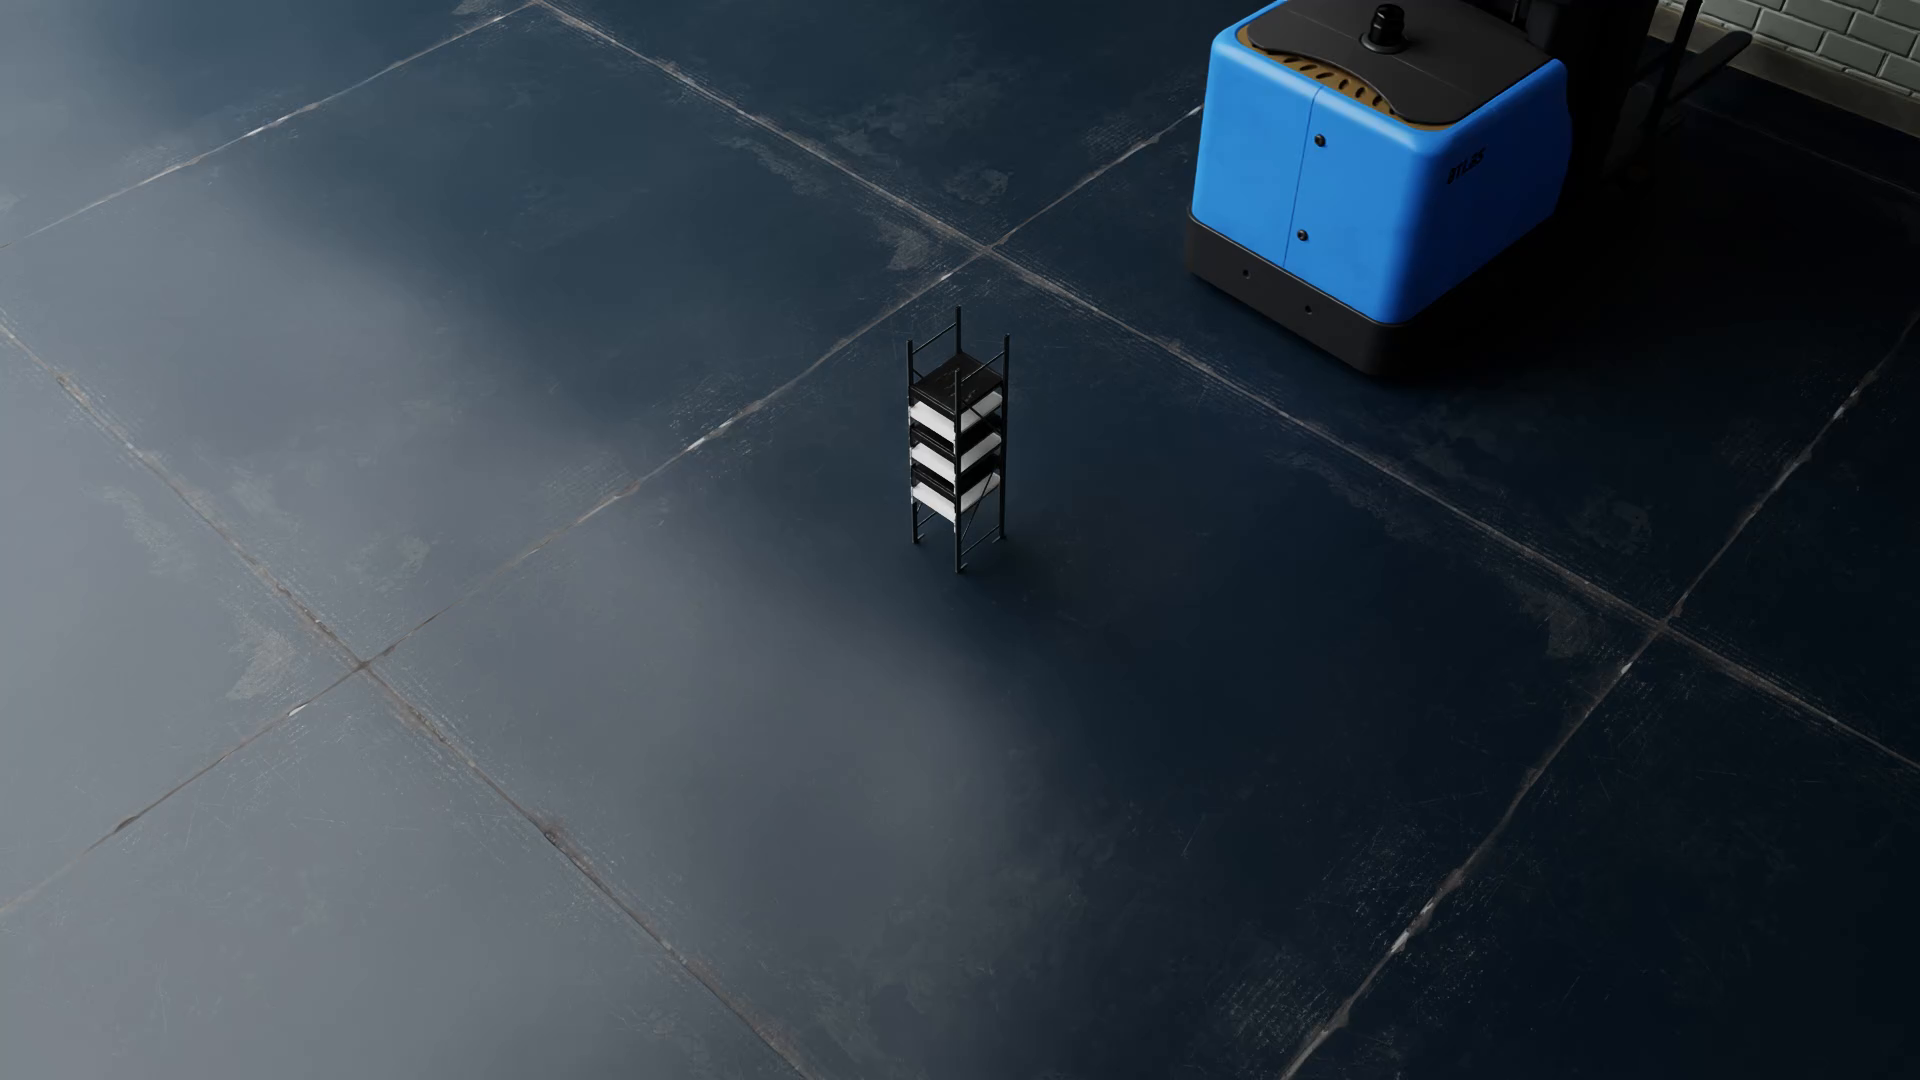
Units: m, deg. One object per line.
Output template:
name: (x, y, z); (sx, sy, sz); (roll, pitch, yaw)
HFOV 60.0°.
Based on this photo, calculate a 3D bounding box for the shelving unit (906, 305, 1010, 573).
shelving unit: (-0.006, -0.312, 5.426); (0.210, 0.900, 0.258); (34, 55, 28)

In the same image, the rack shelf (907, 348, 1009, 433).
rack shelf: (-0.006, -0.474, 5.253); (0.200, 0.077, 0.258); (34, 55, 28)

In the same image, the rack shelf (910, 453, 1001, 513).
rack shelf: (-0.006, -0.228, 5.516); (0.200, 0.077, 0.258); (34, 55, 28)

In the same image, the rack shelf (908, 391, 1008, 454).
rack shelf: (-0.006, -0.412, 5.319); (0.200, 0.077, 0.258); (34, 55, 28)

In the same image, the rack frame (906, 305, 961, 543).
rack frame: (-0.081, -0.362, 5.473); (0.006, 0.900, 0.240); (34, 55, 28)

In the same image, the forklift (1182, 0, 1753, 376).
forklift: (2.307, -2.573, 6.155); (3.031, 2.935, 1.130); (-35, 56, -28)

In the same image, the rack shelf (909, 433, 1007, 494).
rack shelf: (-0.006, -0.289, 5.450); (0.200, 0.077, 0.258); (34, 55, 28)

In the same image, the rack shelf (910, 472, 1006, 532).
rack shelf: (-0.006, -0.166, 5.581); (0.200, 0.077, 0.258); (34, 55, 28)

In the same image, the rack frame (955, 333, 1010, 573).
rack frame: (0.069, -0.262, 5.379); (0.006, 0.900, 0.240); (34, 55, 28)

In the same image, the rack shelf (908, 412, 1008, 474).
rack shelf: (-0.006, -0.351, 5.384); (0.200, 0.077, 0.258); (34, 55, 28)
